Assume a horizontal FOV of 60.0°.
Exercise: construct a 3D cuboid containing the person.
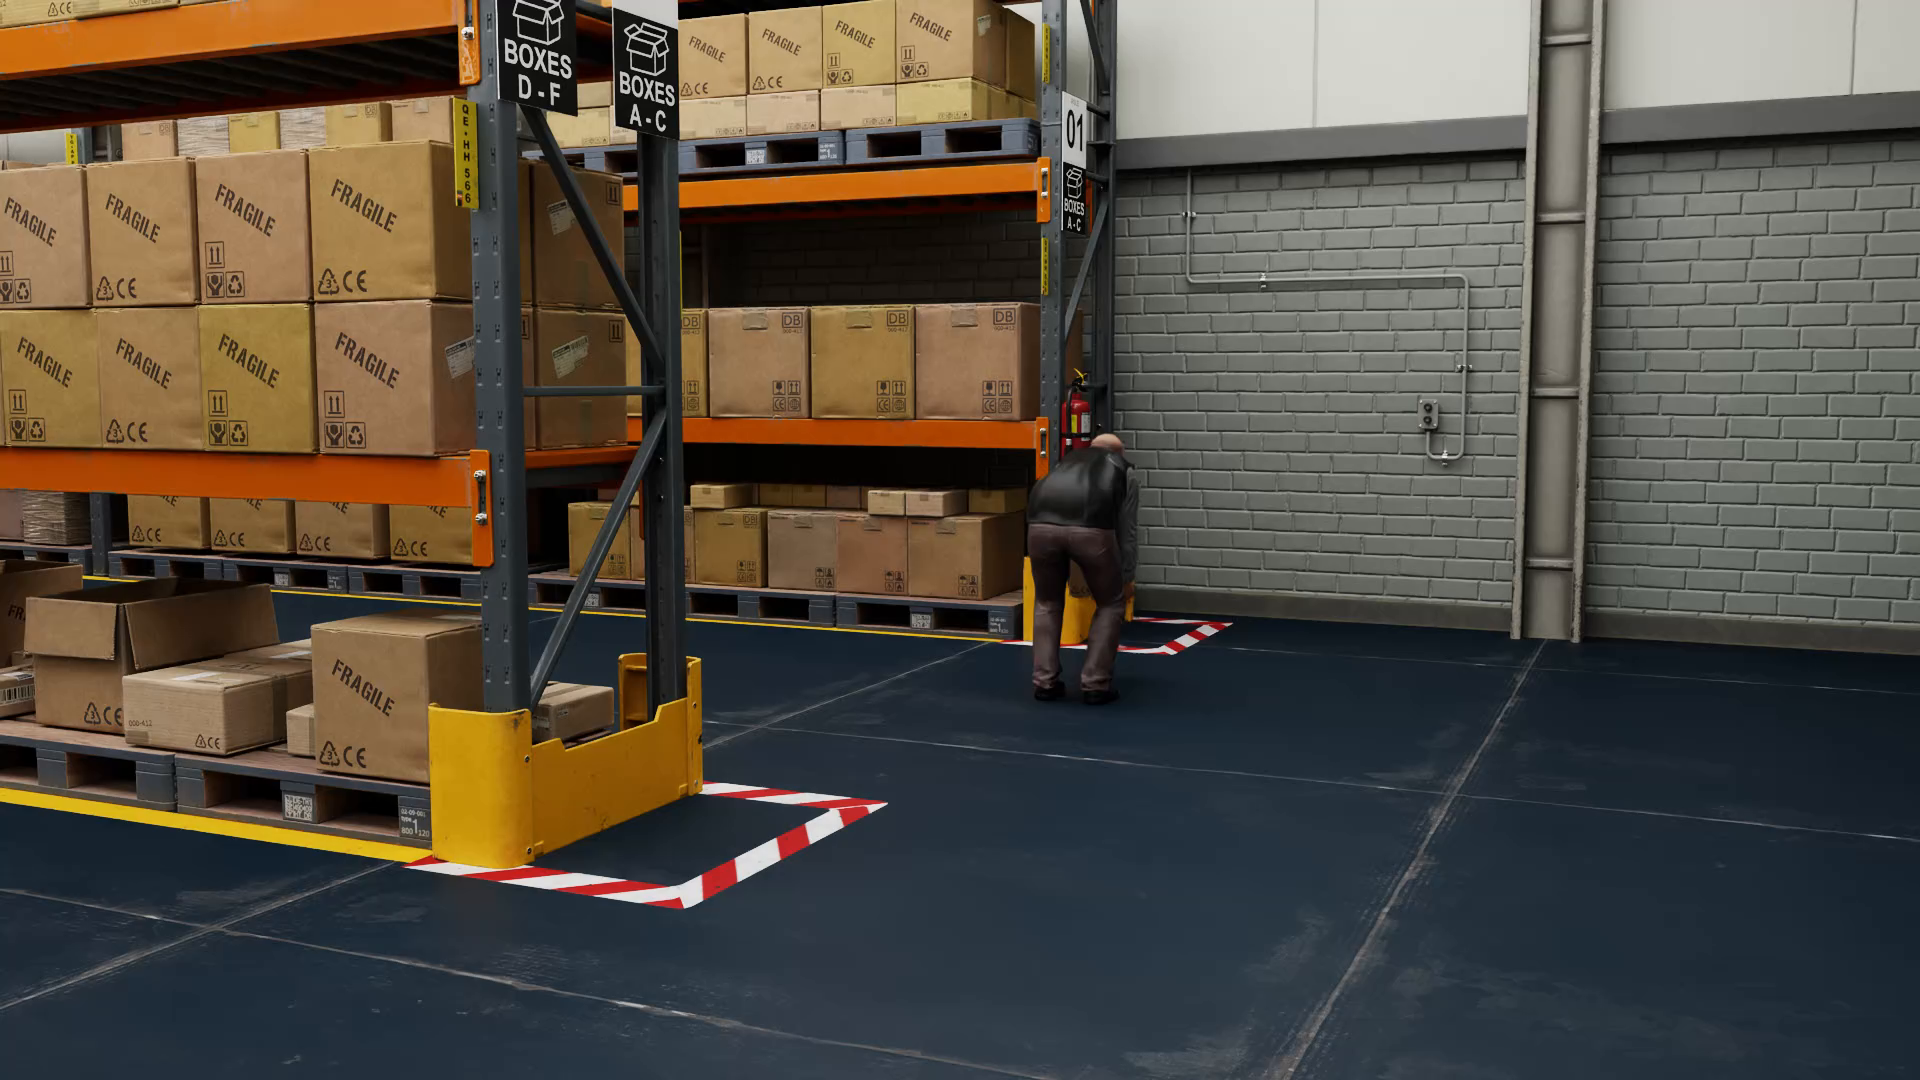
[{"bbox_3d":[0.630,0.120,8.241,0.476,1.276,0.888,2,6,22],"label":"person"}]
